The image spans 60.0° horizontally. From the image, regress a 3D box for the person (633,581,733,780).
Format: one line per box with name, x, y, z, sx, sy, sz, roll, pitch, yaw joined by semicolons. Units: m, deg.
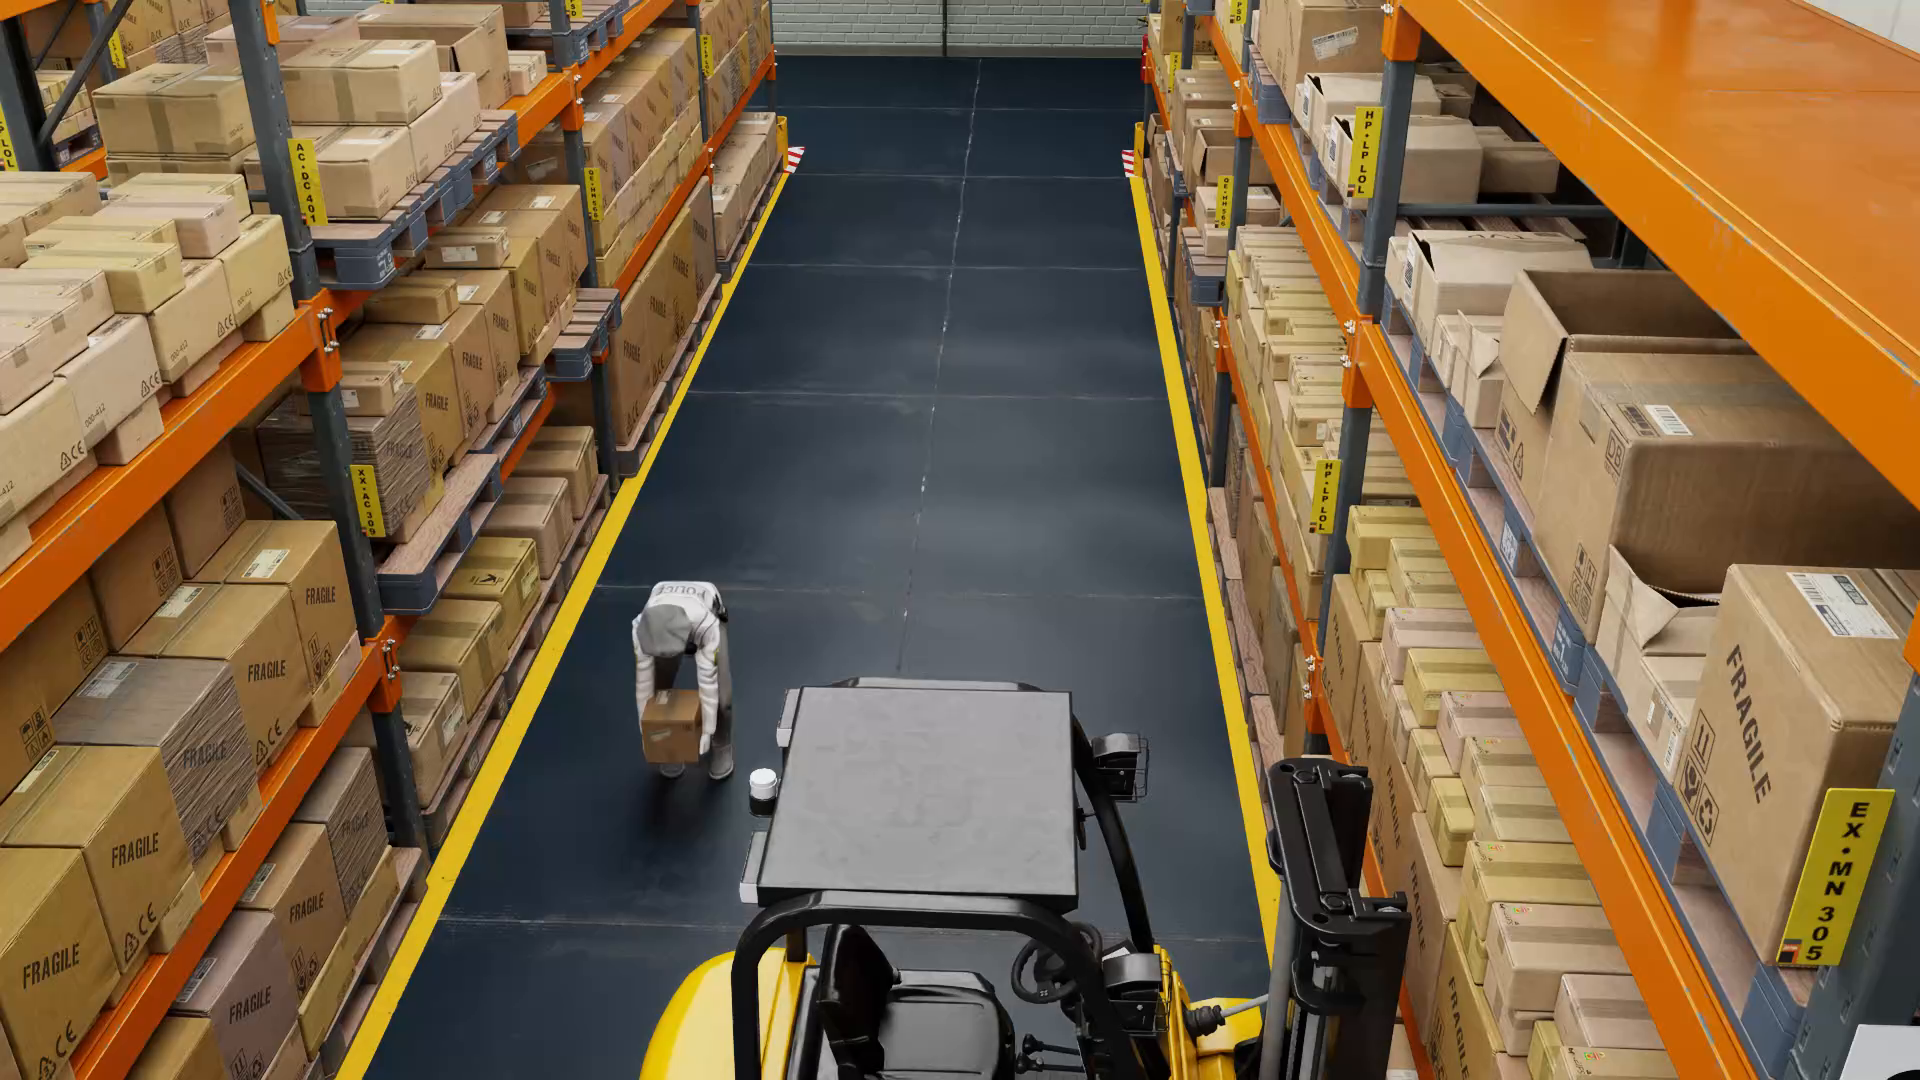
person;-1.335;0.701;8.014;0.428;1.215;0.903;0;28;0
